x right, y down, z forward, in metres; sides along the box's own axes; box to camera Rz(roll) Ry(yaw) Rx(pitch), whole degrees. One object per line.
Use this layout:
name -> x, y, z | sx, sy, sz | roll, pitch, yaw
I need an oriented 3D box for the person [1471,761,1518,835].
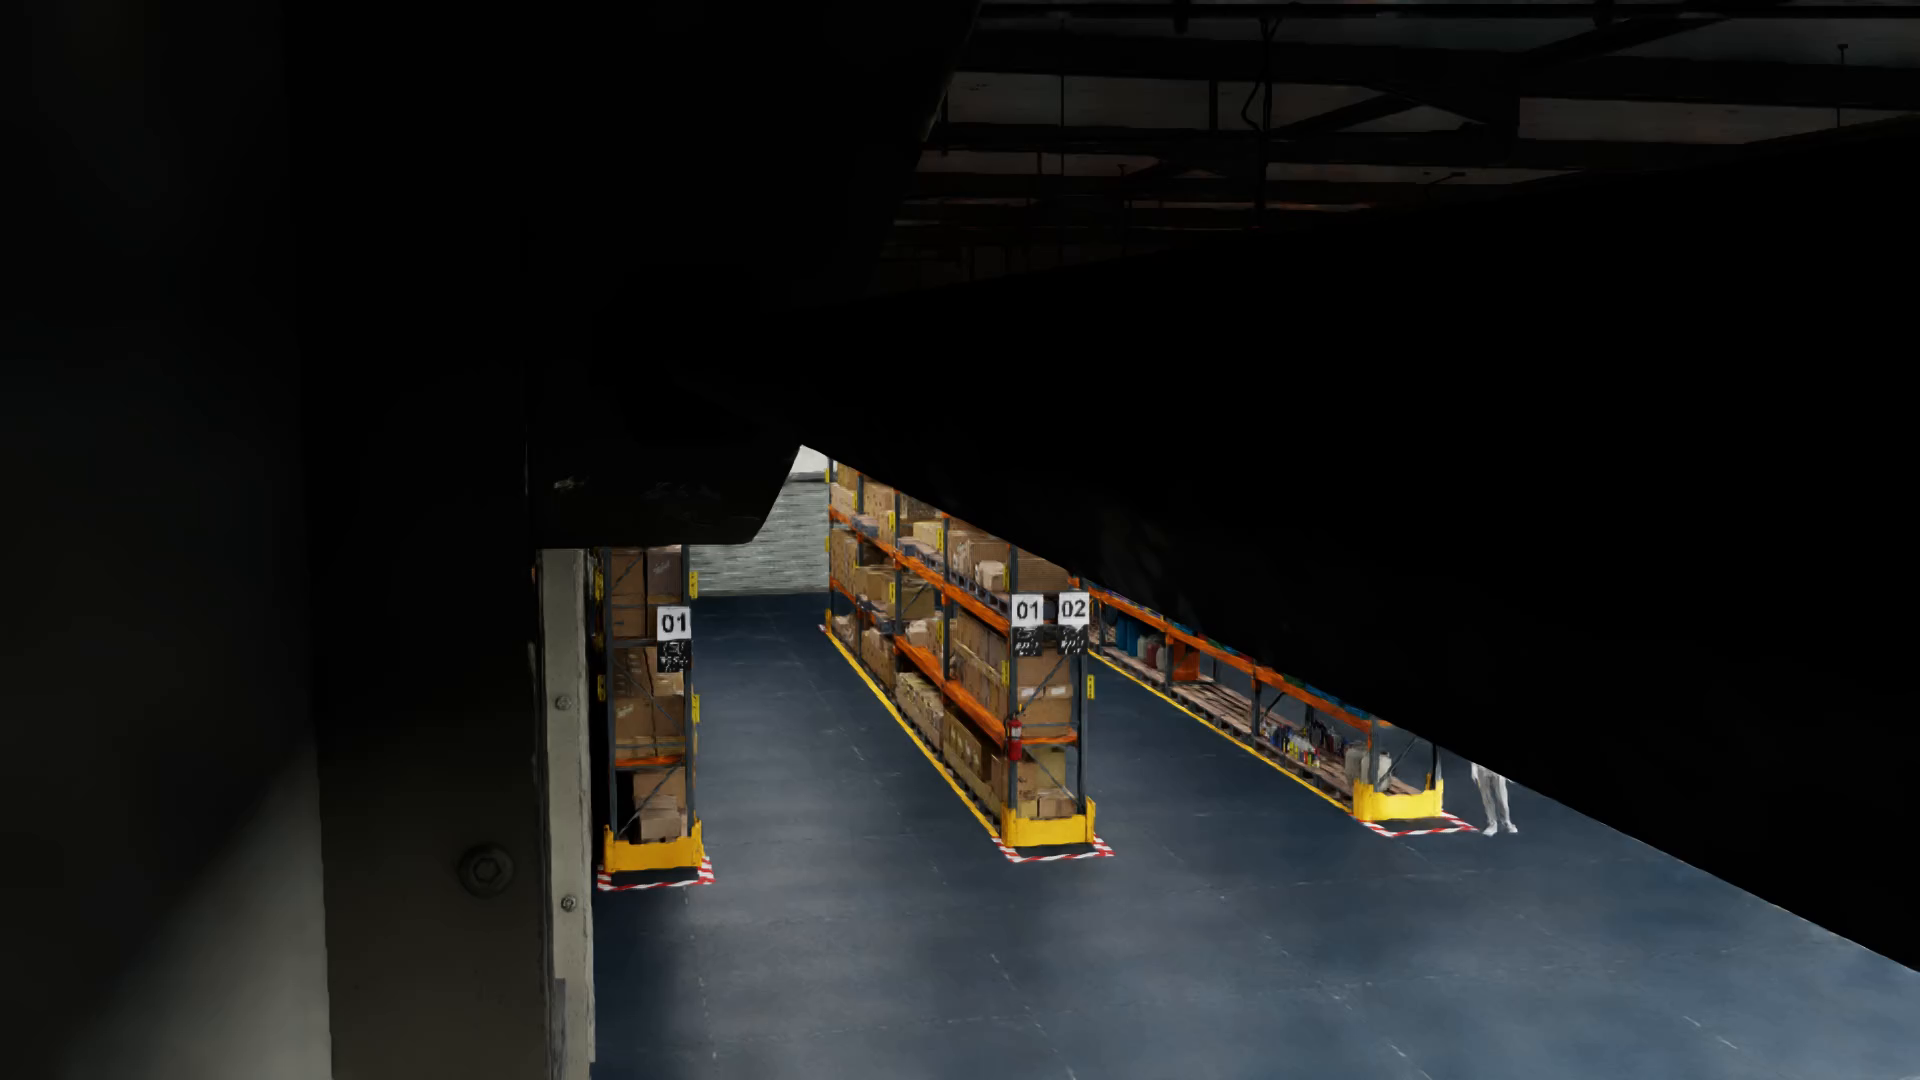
person -> 6.887, 2.967, 21.412 | 0.602, 1.669, 0.450 | 4, 8, 33
